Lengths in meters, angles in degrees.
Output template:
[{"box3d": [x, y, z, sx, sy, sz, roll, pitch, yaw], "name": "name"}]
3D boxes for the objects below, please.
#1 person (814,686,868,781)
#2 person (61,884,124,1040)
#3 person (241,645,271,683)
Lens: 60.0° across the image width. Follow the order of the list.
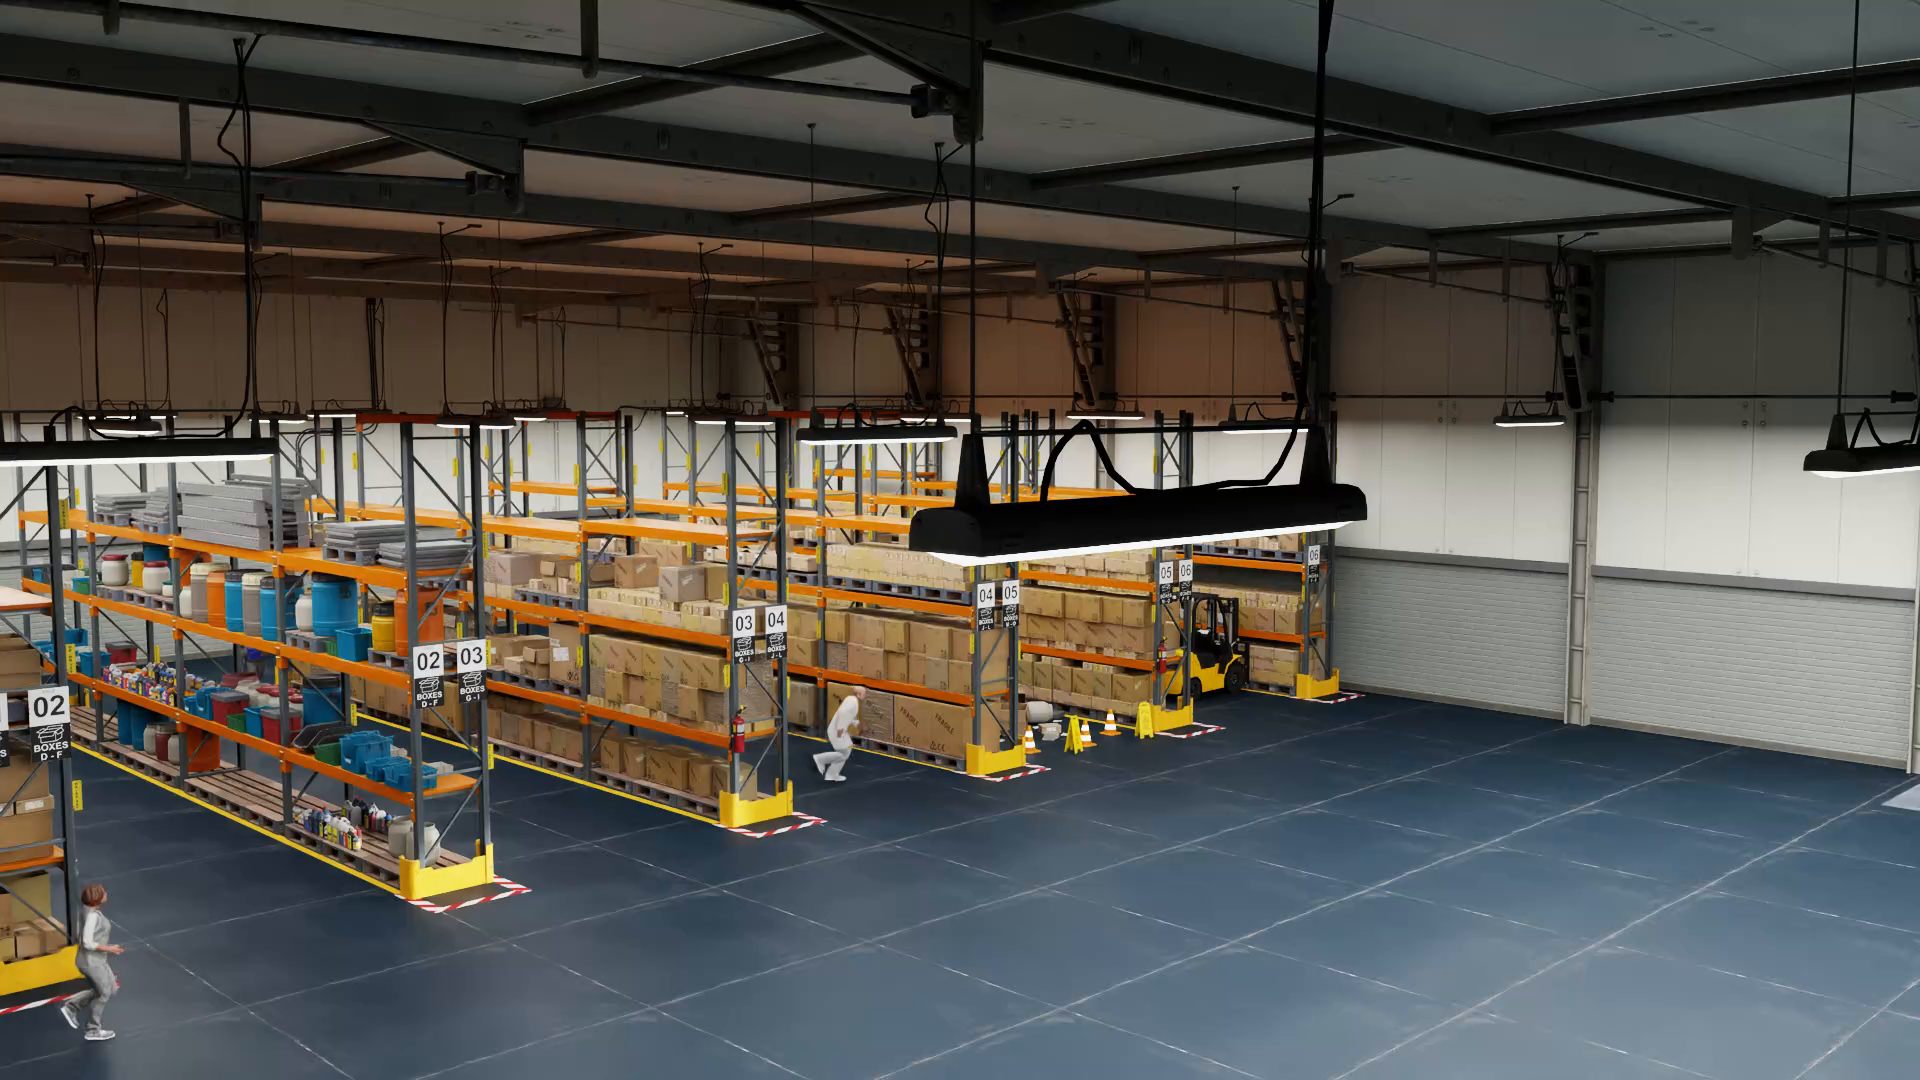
[{"box3d": [-1.960, 3.264, 27.261, 0.887, 1.425, 0.738, 0, 5, -2], "name": "person"}, {"box3d": [-8.504, 4.146, 16.281, 0.578, 1.571, 0.532, -2, 6, -26], "name": "person"}, {"box3d": [-14.288, 2.586, 33.734, 0.572, 1.706, 0.725, -4, 6, -37], "name": "person"}]
